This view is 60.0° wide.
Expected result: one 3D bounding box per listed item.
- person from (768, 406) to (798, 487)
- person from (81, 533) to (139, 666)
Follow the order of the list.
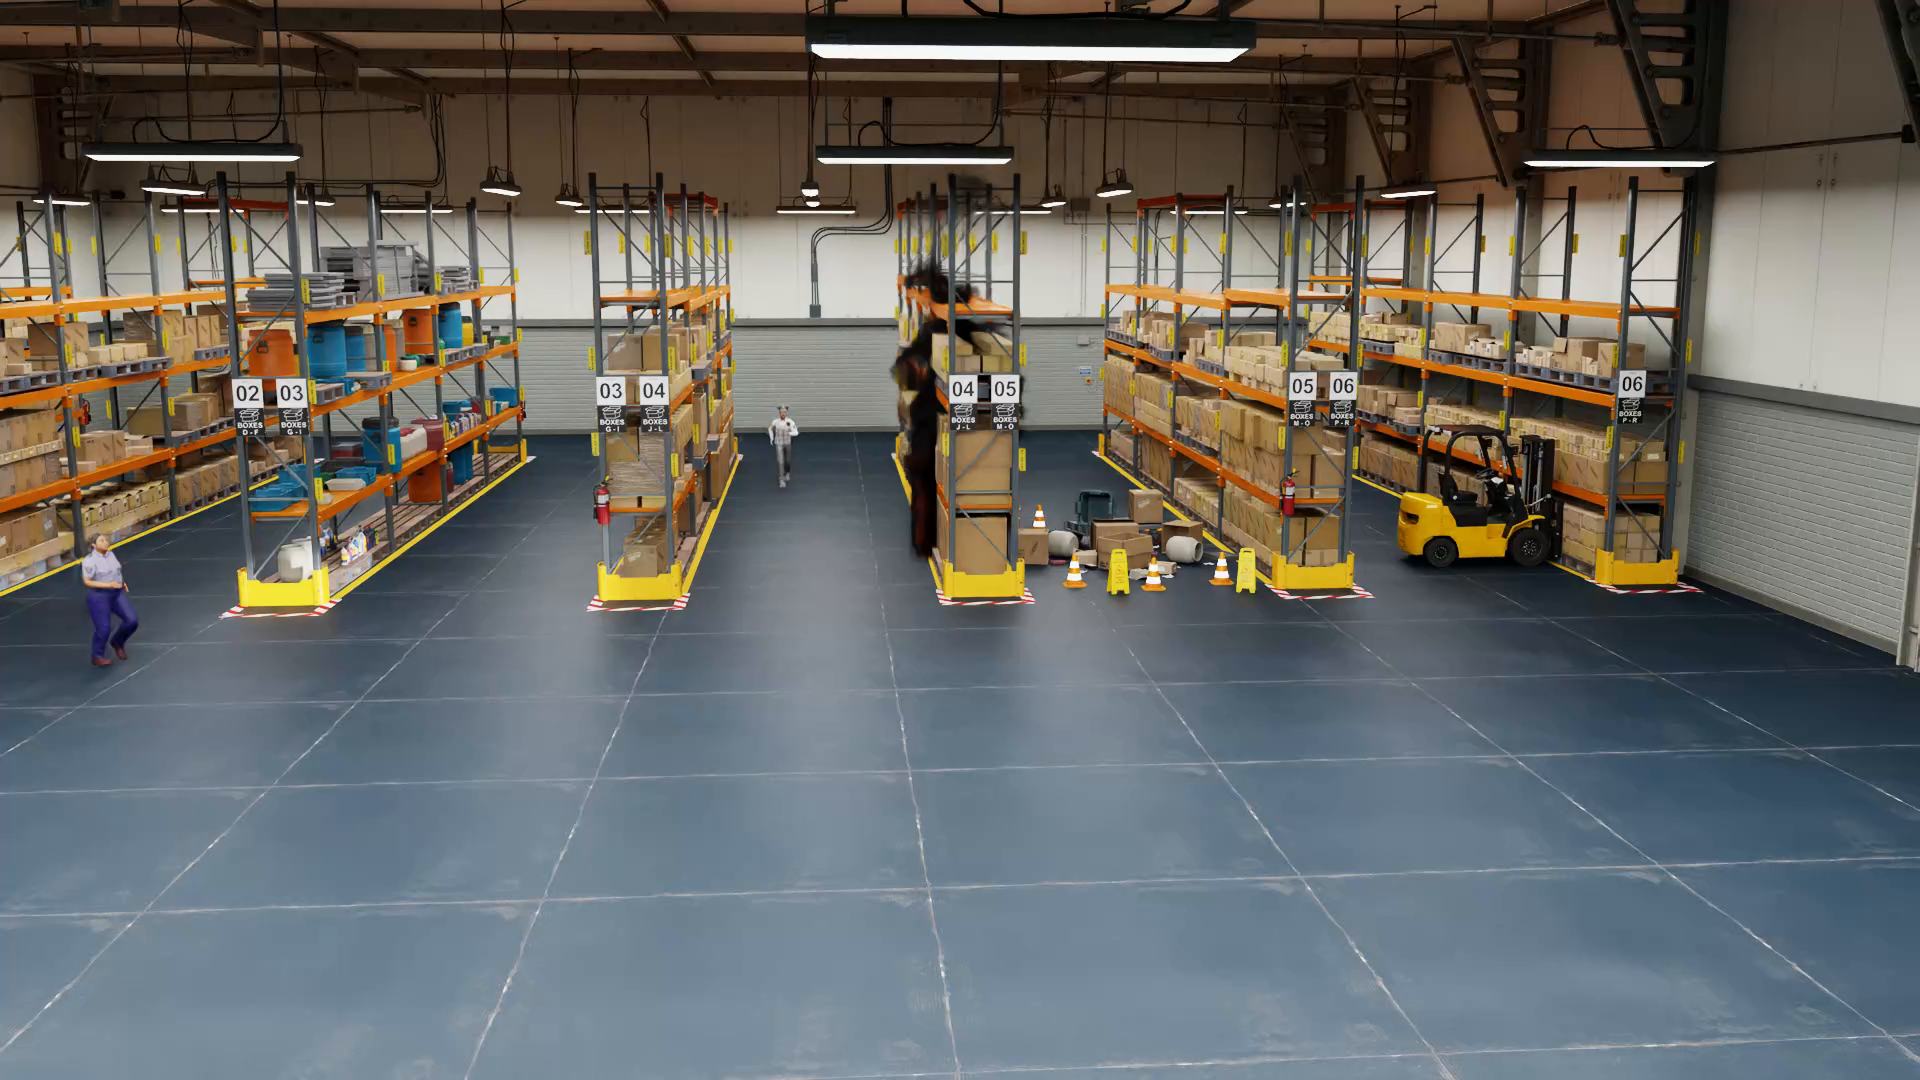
[{"bbox_3d":[-3.718,-2.000,35.036,0.612,1.679,0.941,-2,10,-9],"label":"person"},{"bbox_3d":[-10.226,0.712,20.017,0.609,1.608,0.626,4,11,22],"label":"person"}]
